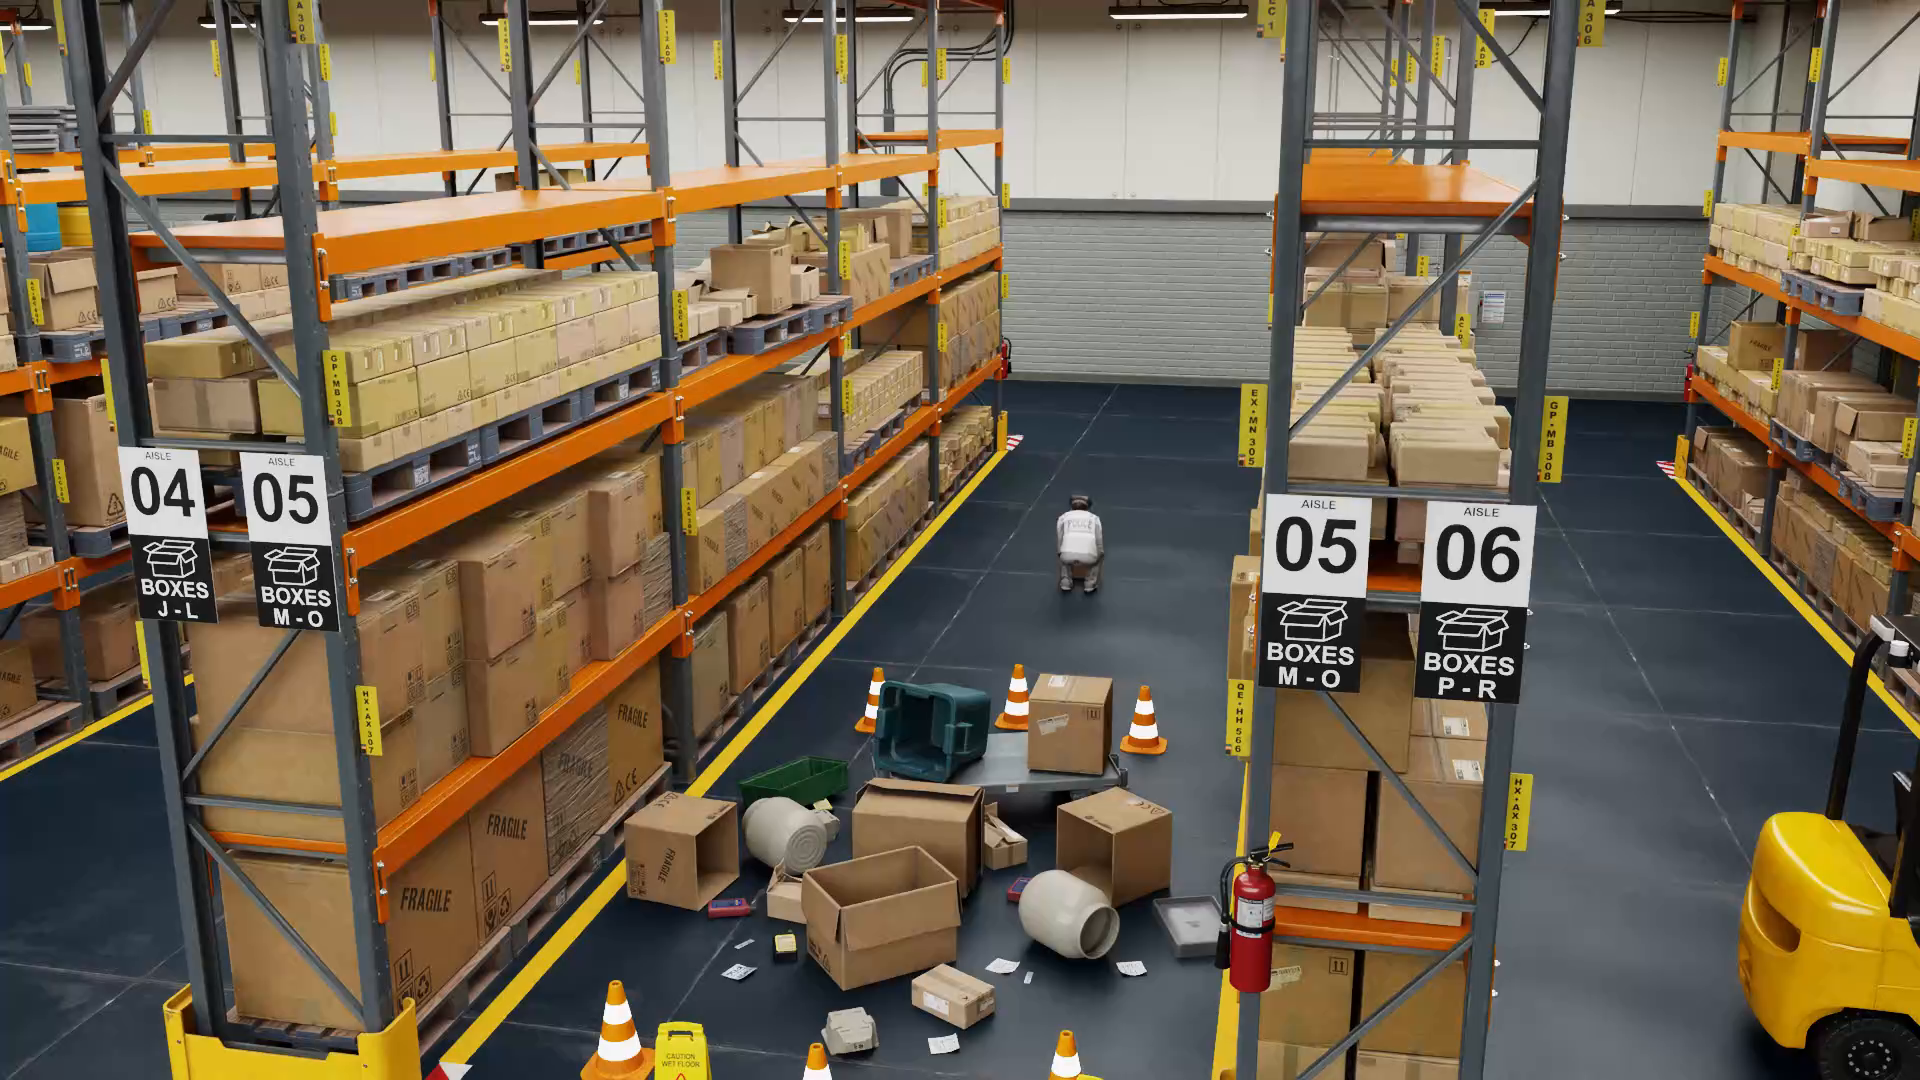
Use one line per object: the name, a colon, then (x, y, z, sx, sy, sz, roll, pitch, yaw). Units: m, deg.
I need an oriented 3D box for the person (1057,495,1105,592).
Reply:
person: (1.192, 0.033, 16.496, 0.482, 0.856, 0.859, 3, 15, 11)
